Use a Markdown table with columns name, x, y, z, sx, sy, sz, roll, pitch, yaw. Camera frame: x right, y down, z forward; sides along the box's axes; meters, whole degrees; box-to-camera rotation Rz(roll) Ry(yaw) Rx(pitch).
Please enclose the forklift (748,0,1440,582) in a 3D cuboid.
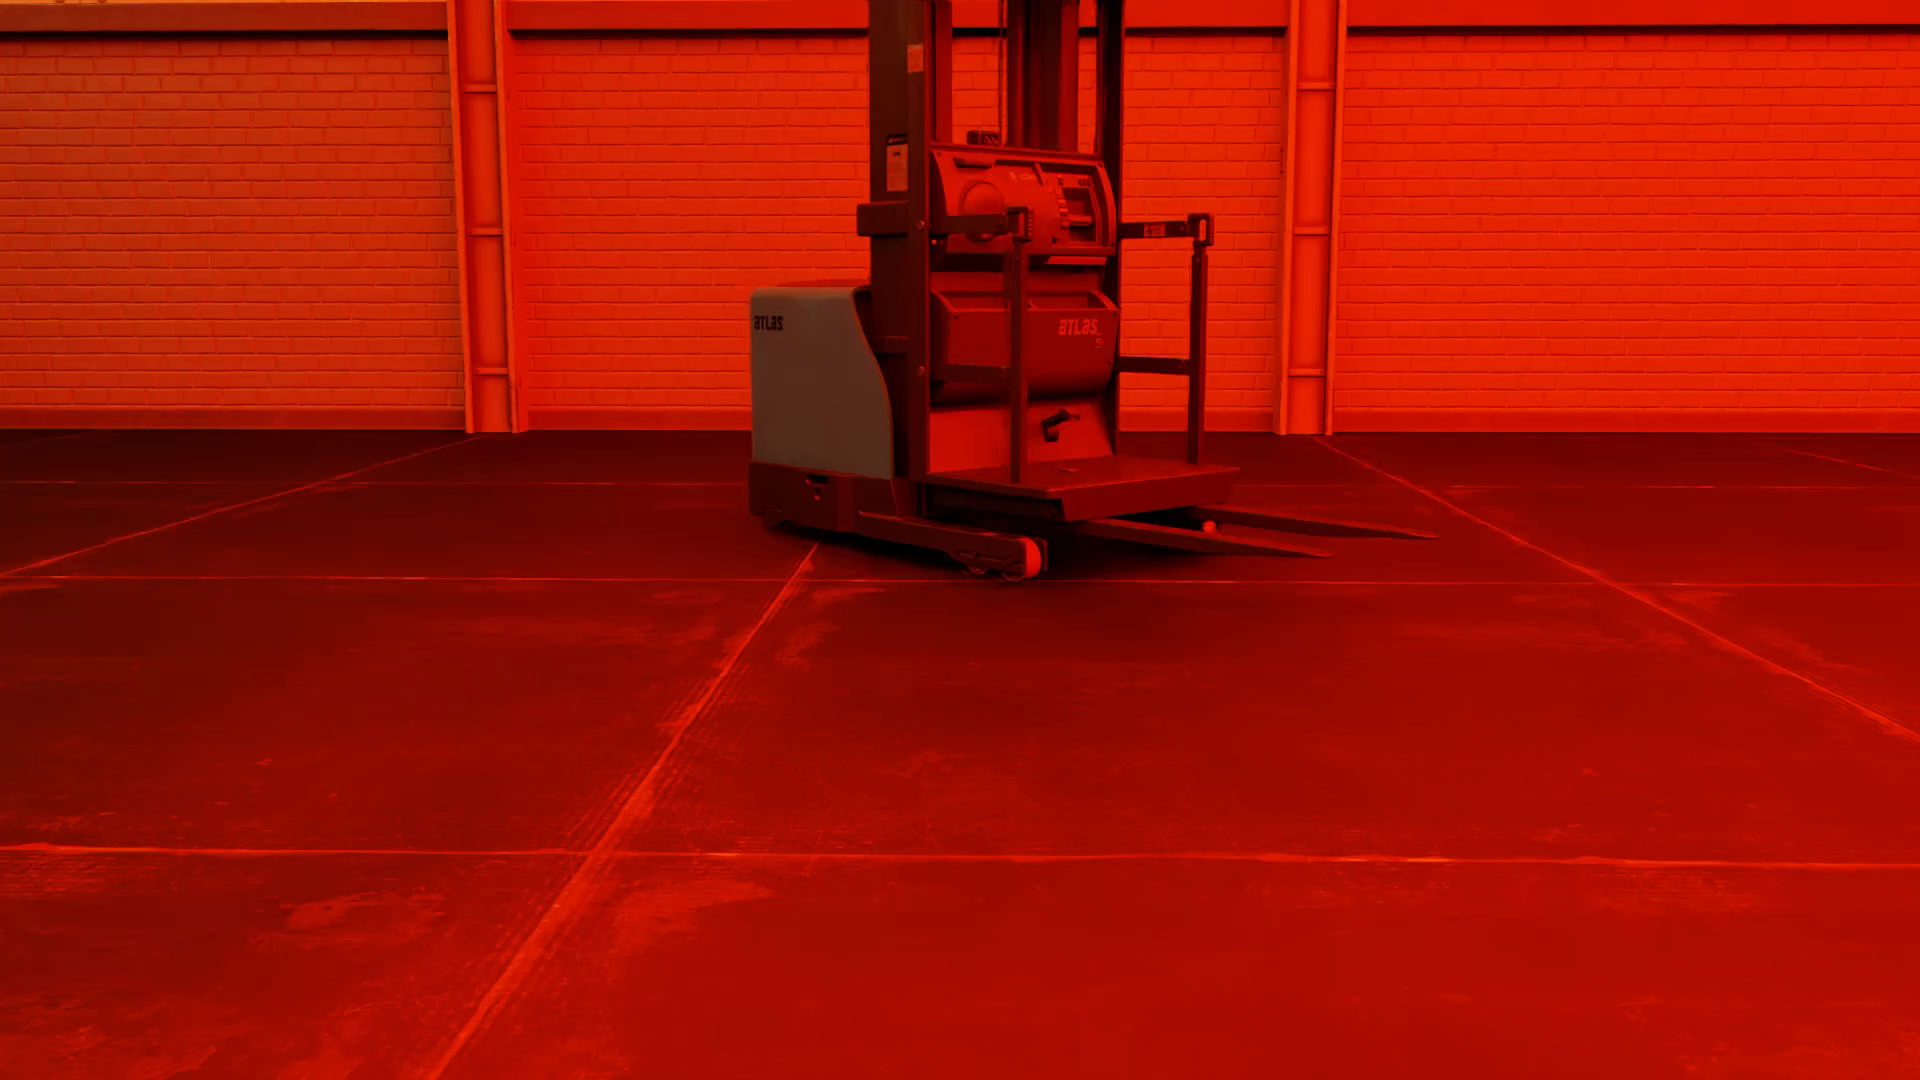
| name | x | y | z | sx | sy | sz | roll | pitch | yaw |
| --- | --- | --- | --- | --- | --- | --- | --- | --- | --- |
| forklift | 0.408 | -1.380 | 6.457 | 1.130 | 2.935 | 3.031 | -8 | 12 | -41 |
